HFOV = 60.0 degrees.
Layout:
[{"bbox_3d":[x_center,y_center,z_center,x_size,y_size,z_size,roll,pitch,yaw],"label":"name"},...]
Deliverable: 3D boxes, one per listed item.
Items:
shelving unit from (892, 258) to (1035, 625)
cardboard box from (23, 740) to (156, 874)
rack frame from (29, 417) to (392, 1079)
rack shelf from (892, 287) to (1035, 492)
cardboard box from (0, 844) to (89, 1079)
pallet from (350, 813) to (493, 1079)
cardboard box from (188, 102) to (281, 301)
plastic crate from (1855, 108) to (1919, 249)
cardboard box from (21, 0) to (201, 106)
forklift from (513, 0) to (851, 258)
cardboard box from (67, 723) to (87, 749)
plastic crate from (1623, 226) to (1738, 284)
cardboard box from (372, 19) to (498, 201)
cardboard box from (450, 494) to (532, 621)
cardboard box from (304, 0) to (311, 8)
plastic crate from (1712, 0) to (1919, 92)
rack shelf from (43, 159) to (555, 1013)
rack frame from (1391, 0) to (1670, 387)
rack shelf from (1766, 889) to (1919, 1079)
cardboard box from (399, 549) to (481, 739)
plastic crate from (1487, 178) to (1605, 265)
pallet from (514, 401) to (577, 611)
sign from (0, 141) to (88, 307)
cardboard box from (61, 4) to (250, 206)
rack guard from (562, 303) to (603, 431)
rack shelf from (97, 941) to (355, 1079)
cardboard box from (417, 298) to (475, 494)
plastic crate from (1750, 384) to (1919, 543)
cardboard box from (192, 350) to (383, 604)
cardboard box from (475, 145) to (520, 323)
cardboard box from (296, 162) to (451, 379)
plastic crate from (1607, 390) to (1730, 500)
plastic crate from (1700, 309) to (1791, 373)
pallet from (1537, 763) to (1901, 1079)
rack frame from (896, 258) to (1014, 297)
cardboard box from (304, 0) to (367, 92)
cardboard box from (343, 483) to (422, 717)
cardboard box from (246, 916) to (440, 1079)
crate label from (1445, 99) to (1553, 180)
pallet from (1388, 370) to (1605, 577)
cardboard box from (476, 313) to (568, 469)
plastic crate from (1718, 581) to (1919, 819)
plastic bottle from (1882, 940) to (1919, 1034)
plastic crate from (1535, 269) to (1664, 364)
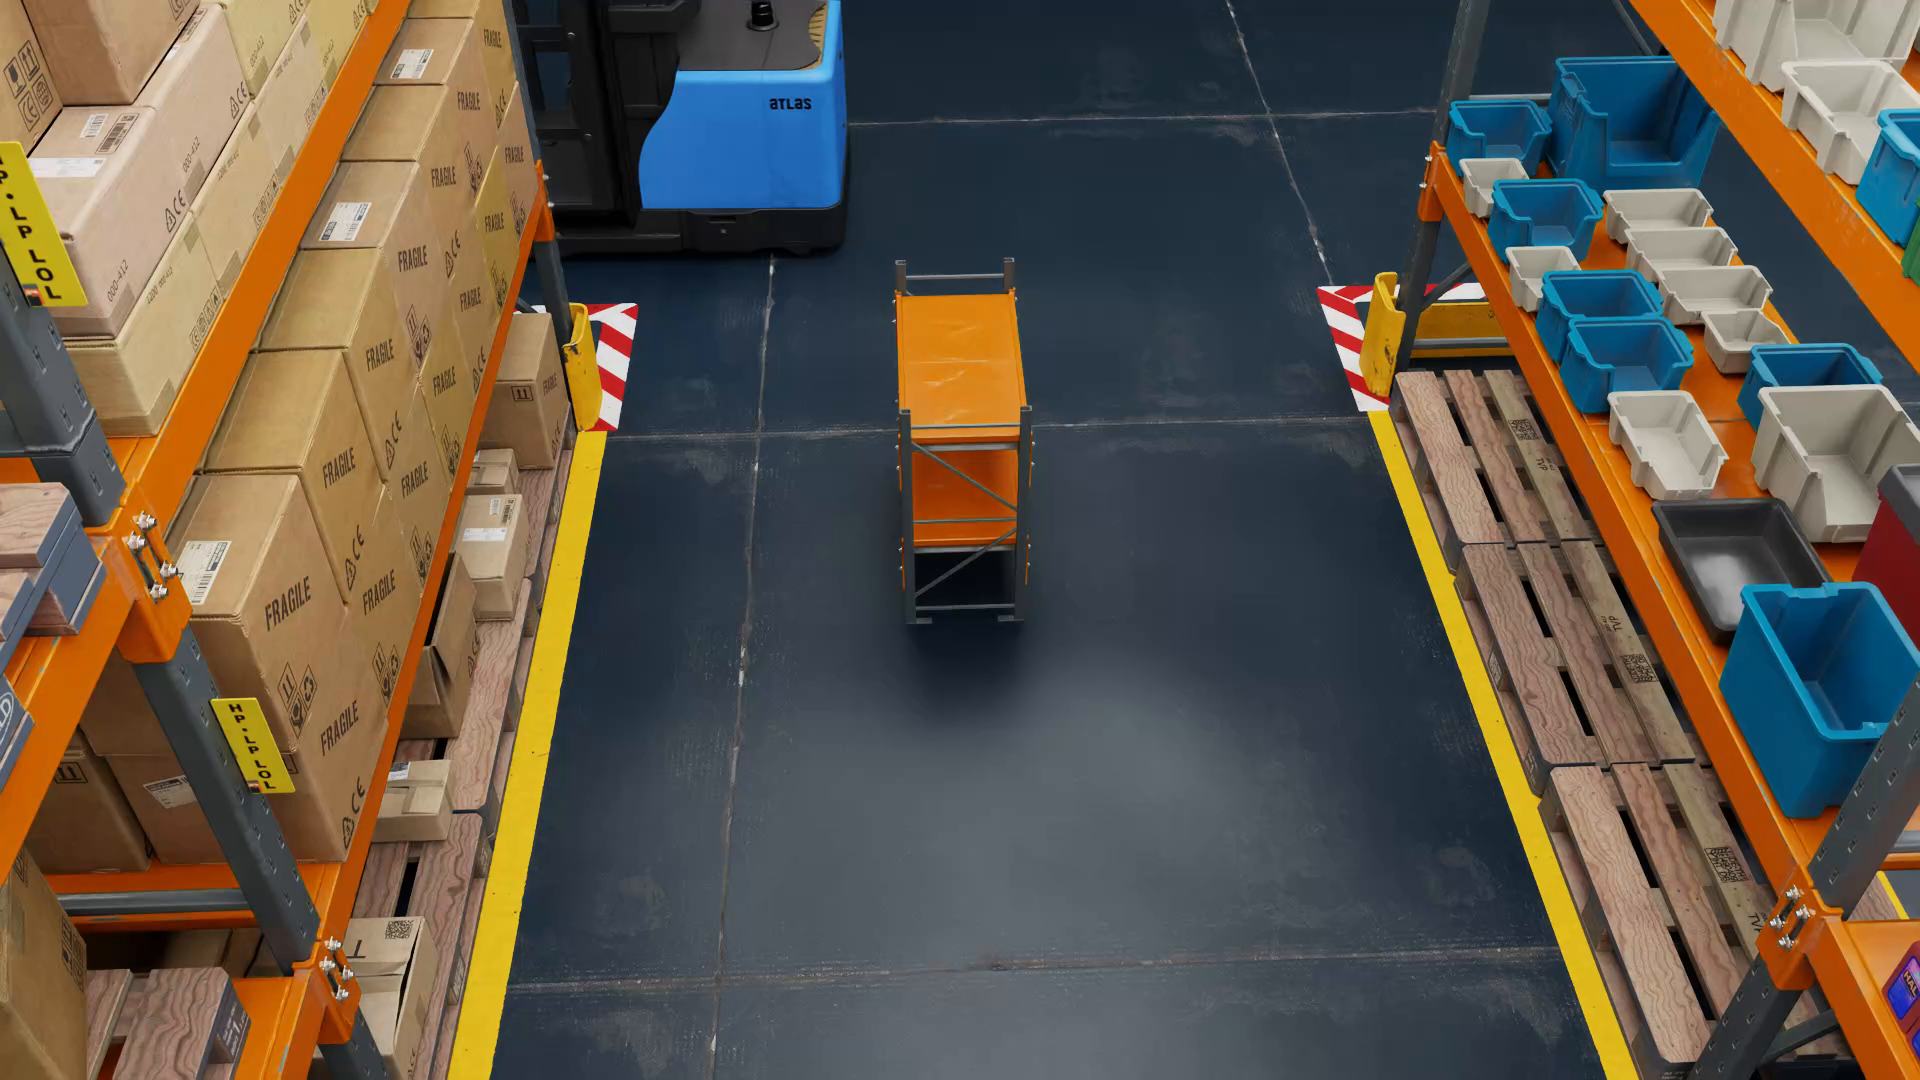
[{"bbox_3d":[0.000,-0.419,7.025,0.538,1.125,1.048,-2,43,-2],"label":"shelving unit"},{"bbox_3d":[-2.448,0.552,4.503,0.500,0.500,0.500,-1,43,-1],"label":"cardboard box"},{"bbox_3d":[-2.170,0.919,4.177,1.000,3.000,0.127,-2,43,-2],"label":"rack frame"},{"bbox_3d":[0.000,-0.635,6.827,0.538,0.278,1.000,-2,43,-2],"label":"rack shelf"},{"bbox_3d":[-2.373,1.054,3.646,0.700,0.500,0.500,-15,45,-16],"label":"cardboard box"},{"bbox_3d":[-2.198,1.483,5.625,1.003,0.211,1.213,-2,43,-2],"label":"pallet"},{"bbox_3d":[-1.961,-0.804,3.948,0.500,0.250,0.500,-2,43,-2],"label":"cardboard box"},{"bbox_3d":[2.421,-0.870,4.033,0.416,0.233,0.300,-2,43,-2],"label":"plastic crate"},{"bbox_3d":[-2.108,-1.261,3.522,0.700,0.500,0.500,-2,43,-2],"label":"cardboard box"},{"bbox_3d":[-2.149,-2.960,8.460,3.031,2.935,1.130,0,43,0],"label":"forklift"},{"bbox_3d":[-2.450,0.180,4.170,0.500,0.500,0.500,-1,43,-2],"label":"cardboard box"},{"bbox_3d":[2.822,-1.104,6.535,0.396,0.136,0.243,-2,43,-2],"label":"plastic crate"},{"bbox_3d":[-2.024,-1.553,6.060,0.500,0.500,0.500,-1,43,-1],"label":"cardboard box"},{"bbox_3d":[-2.060,0.072,6.810,0.500,0.250,0.500,-2,43,-2],"label":"cardboard box"},{"bbox_3d":[-1.997,-1.664,4.516,0.500,0.250,0.500,-2,43,-2],"label":"cardboard box"},{"bbox_3d":[2.395,-1.478,4.660,0.437,0.282,0.530,-2,43,-2],"label":"plastic crate"},{"bbox_3d":[-2.255,-0.166,5.893,1.077,0.370,4.000,-2,43,-2],"label":"rack shelf"},{"bbox_3d":[2.609,-1.921,7.275,1.000,3.000,0.127,-2,43,-2],"label":"rack frame"},{"bbox_3d":[2.864,2.395,3.099,1.077,0.370,4.000,-2,43,-2],"label":"rack shelf"},{"bbox_3d":[-2.255,0.409,6.256,0.797,0.503,0.637,-2,43,-2],"label":"cardboard box"},{"bbox_3d":[2.319,-1.261,6.635,0.416,0.233,0.300,-2,43,-2],"label":"plastic crate"},{"bbox_3d":[-2.302,-0.164,7.422,1.003,0.211,1.213,-2,43,-2],"label":"pallet"},{"bbox_3d":[-1.616,-0.541,2.876,0.100,0.325,0.005,-2,43,-2],"label":"sign"},{"bbox_3d":[-1.966,-0.989,3.779,0.500,0.250,0.500,-2,43,-2],"label":"cardboard box"},{"bbox_3d":[-2.337,-0.809,7.912,1.175,0.500,0.348,-2,43,-2],"label":"rack guard"},{"bbox_3d":[-2.085,2.534,2.947,1.077,0.370,4.000,-2,43,-2],"label":"rack shelf"},{"bbox_3d":[-1.987,-0.496,5.647,0.500,0.500,0.500,-2,43,-2],"label":"cardboard box"},{"bbox_3d":[2.898,-0.235,5.480,0.437,0.282,0.530,-2,43,-2],"label":"plastic crate"},{"bbox_3d":[-1.931,-0.161,4.541,0.500,0.500,0.500,-3,43,-3],"label":"cardboard box"},{"bbox_3d":[-2.023,-1.173,6.386,0.500,0.500,0.500,-1,43,-1],"label":"cardboard box"},{"bbox_3d":[-1.976,-0.857,5.300,0.500,0.500,0.500,0,43,0],"label":"cardboard box"},{"bbox_3d":[2.405,-0.312,5.671,0.293,0.136,0.466,-2,43,-2],"label":"plastic crate"},{"bbox_3d":[2.890,-0.718,6.114,0.298,0.136,0.250,-2,43,-2],"label":"plastic crate"},{"bbox_3d":[2.709,1.312,5.812,1.003,0.211,1.213,-2,43,-2],"label":"pallet"},{"bbox_3d":[-0.022,-0.762,7.399,0.500,1.125,0.032,-2,43,-2],"label":"rack frame"},{"bbox_3d":[-2.005,-1.479,4.685,0.500,0.250,0.500,-2,43,-2],"label":"cardboard box"},{"bbox_3d":[-1.944,0.185,4.904,0.500,0.500,0.500,-1,43,-1],"label":"cardboard box"},{"bbox_3d":[-1.972,1.458,5.253,0.500,0.311,0.500,-2,43,-2],"label":"cardboard box"},{"bbox_3d":[2.291,-1.705,7.120,0.416,0.233,0.303,-2,43,-2],"label":"crate label"},{"bbox_3d":[2.605,-0.335,7.609,1.003,0.211,1.213,-2,43,-2],"label":"pallet"},{"bbox_3d":[-2.071,-0.662,7.426,0.500,0.500,0.500,-2,43,-2],"label":"cardboard box"},{"bbox_3d":[2.418,0.458,4.648,0.392,0.384,0.575,-2,43,-2],"label":"plastic crate"},{"bbox_3d":[2.368,1.082,4.085,0.061,0.283,0.133,-2,43,-2],"label":"plastic bottle"},{"bbox_3d":[2.347,-0.816,6.150,0.416,0.233,0.300,-2,43,-2],"label":"plastic crate"}]
